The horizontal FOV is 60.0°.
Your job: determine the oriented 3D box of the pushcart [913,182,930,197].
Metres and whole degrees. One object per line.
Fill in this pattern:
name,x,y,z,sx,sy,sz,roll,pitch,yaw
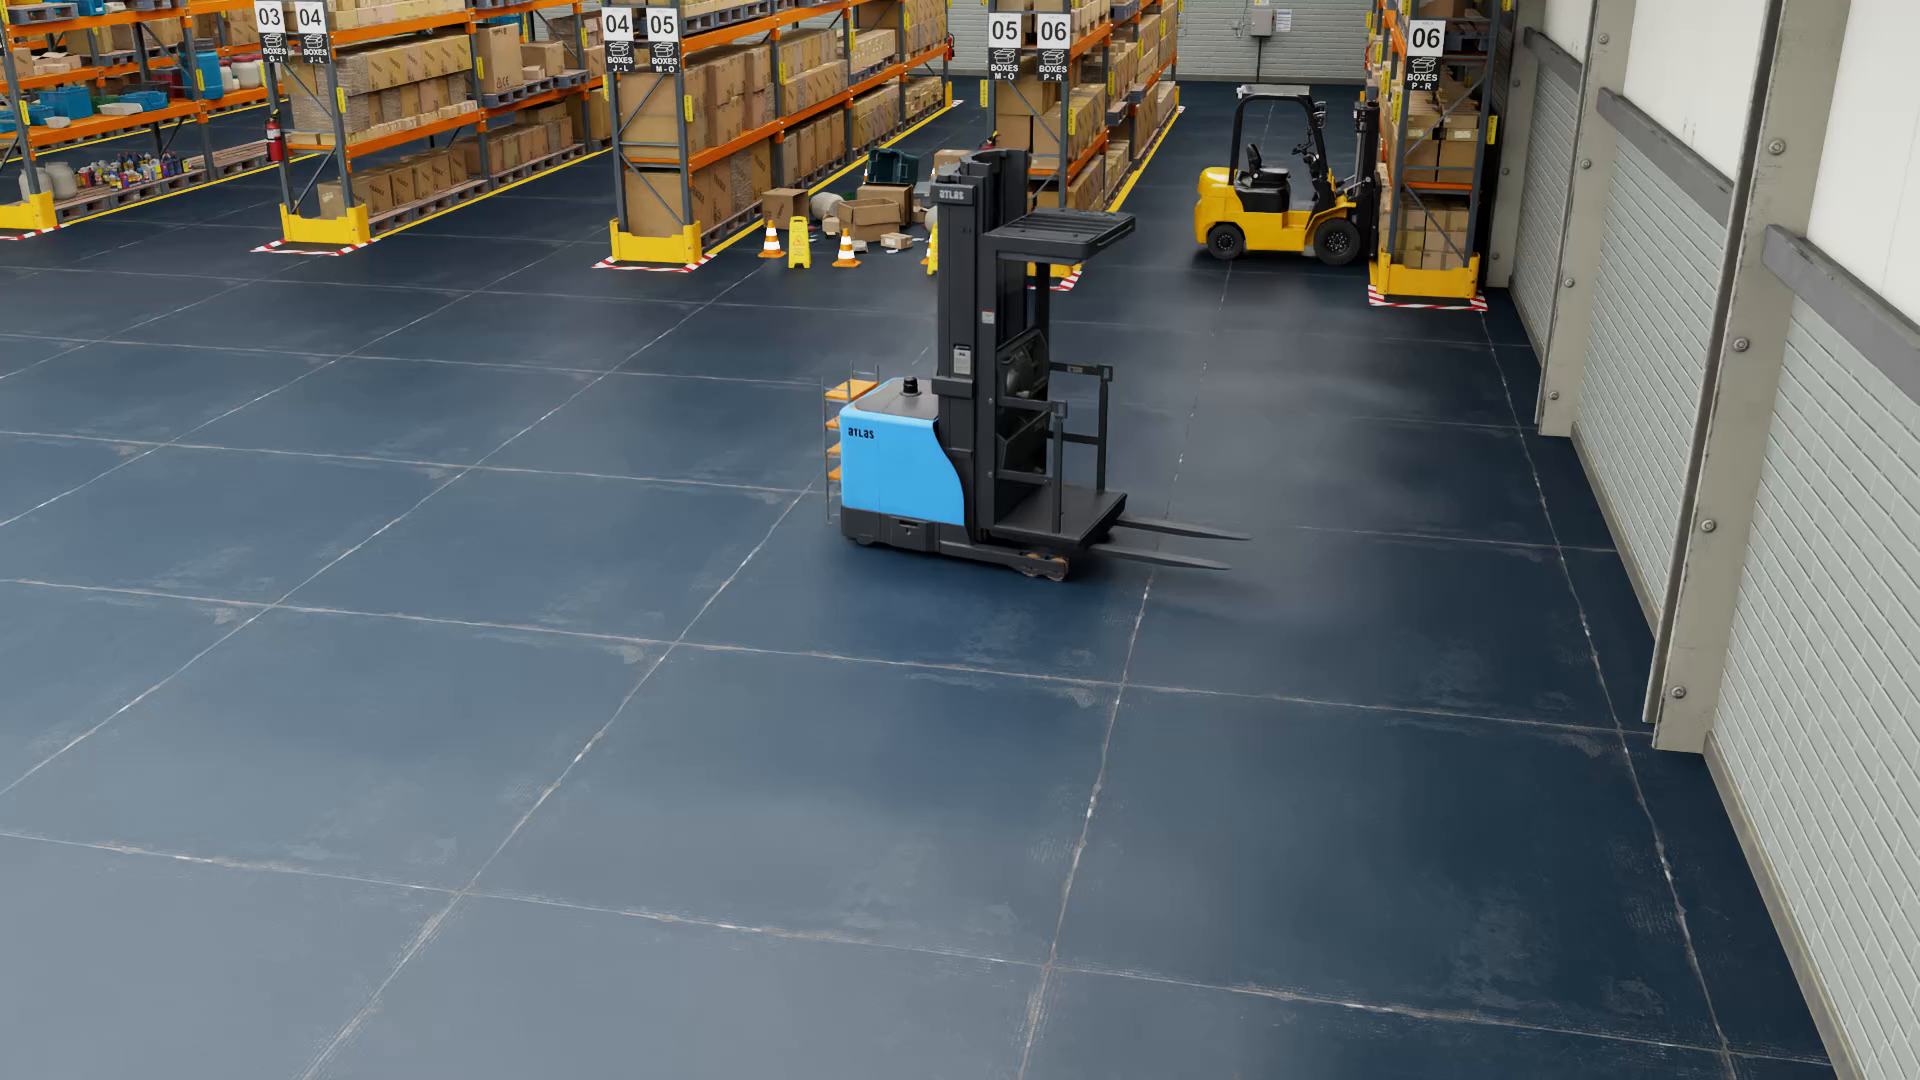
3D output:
pushcart,-0.585,-5.204,25.269,1.648,0.377,0.936,-3,22,-8

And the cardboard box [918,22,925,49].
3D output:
cardboard box,-0.997,-10.240,33.732,0.500,0.500,0.500,4,22,10

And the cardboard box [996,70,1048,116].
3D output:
cardboard box,0.732,-5.653,21.005,0.700,0.500,0.500,4,22,10

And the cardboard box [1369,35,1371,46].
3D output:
cardboard box,8.507,-10.015,33.507,0.500,0.250,0.500,5,22,11

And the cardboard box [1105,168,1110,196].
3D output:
cardboard box,1.762,-5.432,25.282,0.950,0.372,0.625,5,22,12

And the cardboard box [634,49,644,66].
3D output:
cardboard box,-6.447,-9.428,32.115,0.500,0.500,0.500,4,22,10

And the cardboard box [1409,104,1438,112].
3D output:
cardboard box,5.739,-5.333,20.679,0.380,0.149,0.250,5,22,11

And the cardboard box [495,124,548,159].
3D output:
cardboard box,-7.554,-6.869,28.651,0.700,0.500,0.500,6,23,15

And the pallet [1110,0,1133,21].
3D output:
pallet,1.888,-7.786,24.408,1.213,0.211,1.003,4,22,11

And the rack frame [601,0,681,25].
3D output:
rack frame,-4.025,-7.925,20.485,1.000,3.000,0.127,4,22,11

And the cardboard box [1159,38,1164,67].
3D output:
cardboard box,3.642,-9.388,32.016,0.500,0.500,0.500,5,23,13

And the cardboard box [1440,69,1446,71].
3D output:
cardboard box,7.298,-7.184,25.675,0.380,0.149,0.250,4,22,11

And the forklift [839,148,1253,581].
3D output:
forklift,0.647,-1.287,12.125,3.031,2.935,1.130,9,24,22

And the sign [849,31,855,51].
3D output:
sign,-1.849,-8.564,28.552,0.100,0.325,0.005,4,22,11

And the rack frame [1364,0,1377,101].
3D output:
rack frame,8.966,-10.276,34.354,1.000,3.000,0.127,4,22,11

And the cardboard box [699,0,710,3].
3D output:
cardboard box,-3.573,-7.186,21.772,0.500,0.250,0.500,4,22,10

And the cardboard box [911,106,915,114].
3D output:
cardboard box,-1.133,-8.704,33.704,0.380,0.149,0.250,4,22,11

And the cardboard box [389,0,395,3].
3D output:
cardboard box,-8.273,-7.715,23.646,0.380,0.149,0.250,4,22,10

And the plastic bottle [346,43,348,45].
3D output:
plastic bottle,-12.040,-9.607,32.759,0.144,0.351,0.185,4,22,11

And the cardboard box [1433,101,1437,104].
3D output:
cardboard box,6.467,-5.726,22.053,0.380,0.149,0.250,5,23,13

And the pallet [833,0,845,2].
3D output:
pallet,-2.472,-9.132,27.751,1.213,0.211,1.003,6,23,13

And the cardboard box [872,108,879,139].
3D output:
cardboard box,-1.799,-7.715,30.777,0.500,0.500,0.500,4,22,10

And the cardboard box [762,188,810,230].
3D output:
cardboard box,-2.521,-4.801,24.101,0.500,0.500,0.500,8,23,20

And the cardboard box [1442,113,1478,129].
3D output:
cardboard box,5.979,-5.016,19.894,0.380,0.149,0.250,4,22,10

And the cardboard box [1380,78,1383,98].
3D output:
cardboard box,6.776,-6.996,25.741,0.500,0.250,0.500,4,22,10

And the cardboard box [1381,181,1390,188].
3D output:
cardboard box,5.793,-4.557,21.934,0.500,0.250,0.500,4,22,10

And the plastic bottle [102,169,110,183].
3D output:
plastic bottle,-13.500,-5.754,26.283,0.097,0.201,0.097,0,22,0

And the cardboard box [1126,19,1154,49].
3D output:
cardboard box,3.224,-9.144,30.071,0.500,0.500,0.500,5,23,13

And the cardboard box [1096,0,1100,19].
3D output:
cardboard box,1.611,-7.172,22.434,0.500,0.250,0.500,4,22,10

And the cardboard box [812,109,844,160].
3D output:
cardboard box,-2.605,-7.003,28.676,1.050,0.750,0.750,4,22,10

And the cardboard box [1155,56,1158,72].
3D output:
cardboard box,3.445,-8.937,31.231,0.500,0.250,0.500,4,22,10

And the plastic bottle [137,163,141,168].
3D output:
plastic bottle,-12.988,-5.845,26.397,0.061,0.283,0.133,4,22,11

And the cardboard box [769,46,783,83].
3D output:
cardboard box,-3.113,-7.297,25.485,0.700,0.500,0.500,4,22,10

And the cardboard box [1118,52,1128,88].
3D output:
cardboard box,2.344,-7.345,25.982,0.500,0.500,0.500,4,22,9

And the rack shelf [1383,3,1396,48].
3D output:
rack shelf,6.926,-7.677,24.847,1.077,0.370,4.000,4,22,11

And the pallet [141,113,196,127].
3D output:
pallet,-16.484,-8.661,34.076,1.003,0.211,1.213,4,22,11

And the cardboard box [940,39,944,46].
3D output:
cardboard box,-0.550,-10.736,35.833,0.380,0.149,0.250,4,22,11

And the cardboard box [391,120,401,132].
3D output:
cardboard box,-8.320,-5.984,24.033,0.380,0.149,0.250,4,22,11

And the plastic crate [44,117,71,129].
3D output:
plastic crate,-13.211,-6.115,24.375,0.298,0.136,0.250,4,22,11

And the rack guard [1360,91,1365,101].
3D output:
rack guard,8.951,-9.089,34.752,1.175,0.500,0.348,4,22,11

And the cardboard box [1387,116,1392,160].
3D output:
cardboard box,5.856,-5.232,21.696,0.500,0.500,0.500,5,22,11

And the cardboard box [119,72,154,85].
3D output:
cardboard box,-16.752,-9.387,33.900,0.500,0.250,0.500,4,22,10

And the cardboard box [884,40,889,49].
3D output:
cardboard box,-1.570,-9.399,31.553,0.380,0.149,0.250,5,23,13

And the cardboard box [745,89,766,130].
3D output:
cardboard box,-3.362,-6.336,24.369,0.875,0.550,0.550,4,22,11

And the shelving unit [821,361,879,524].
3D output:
shelving unit,-0.850,-0.756,13.125,0.258,1.200,0.503,9,24,22

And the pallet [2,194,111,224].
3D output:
pallet,-13.568,-4.969,24.910,1.003,0.211,1.213,4,22,11

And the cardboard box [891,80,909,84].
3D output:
cardboard box,-1.285,-9.687,35.348,0.380,0.149,0.250,3,22,8

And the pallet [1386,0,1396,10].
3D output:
pallet,7.283,-8.399,25.931,1.213,0.211,1.003,6,23,13

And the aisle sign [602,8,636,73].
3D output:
aisle sign,-4.333,-6.345,21.113,0.394,0.787,0.004,4,22,11

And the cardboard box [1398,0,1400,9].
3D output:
cardboard box,6.129,-7.263,22.496,0.380,0.149,0.250,5,22,12

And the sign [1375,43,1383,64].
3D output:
sign,6.801,-7.889,26.982,0.100,0.325,0.005,4,22,11

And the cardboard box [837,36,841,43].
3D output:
cardboard box,-2.421,-9.204,30.670,0.380,0.149,0.250,5,23,13

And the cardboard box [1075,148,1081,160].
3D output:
cardboard box,1.381,-5.067,21.756,0.380,0.149,0.250,5,22,12

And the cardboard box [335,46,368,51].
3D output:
cardboard box,-8.789,-6.791,23.830,0.500,0.500,0.500,4,22,11
